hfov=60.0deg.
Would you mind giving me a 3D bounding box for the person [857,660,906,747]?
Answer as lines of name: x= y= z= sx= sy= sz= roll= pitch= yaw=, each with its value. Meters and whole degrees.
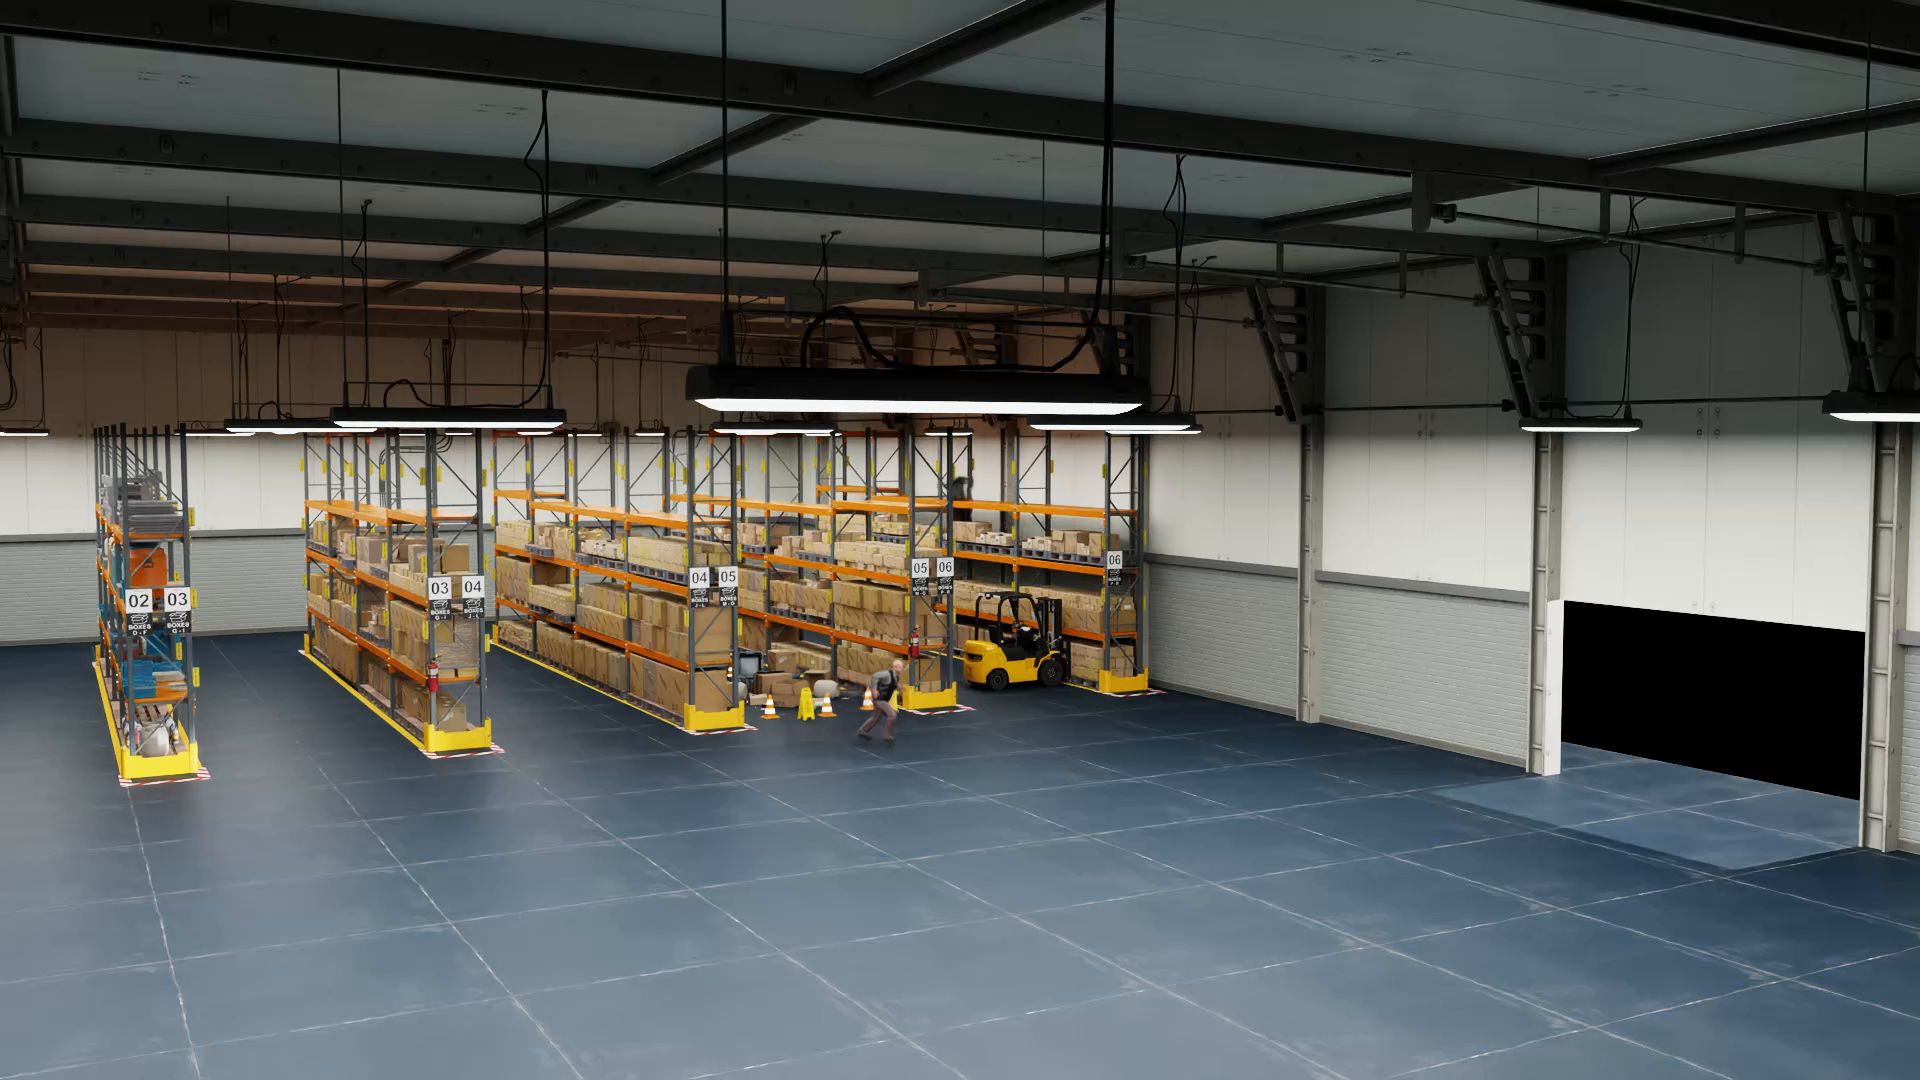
person: x=-1.487 y=3.060 z=31.053 sx=0.993 sy=1.670 sz=0.697 roll=1 pitch=4 yaw=22
